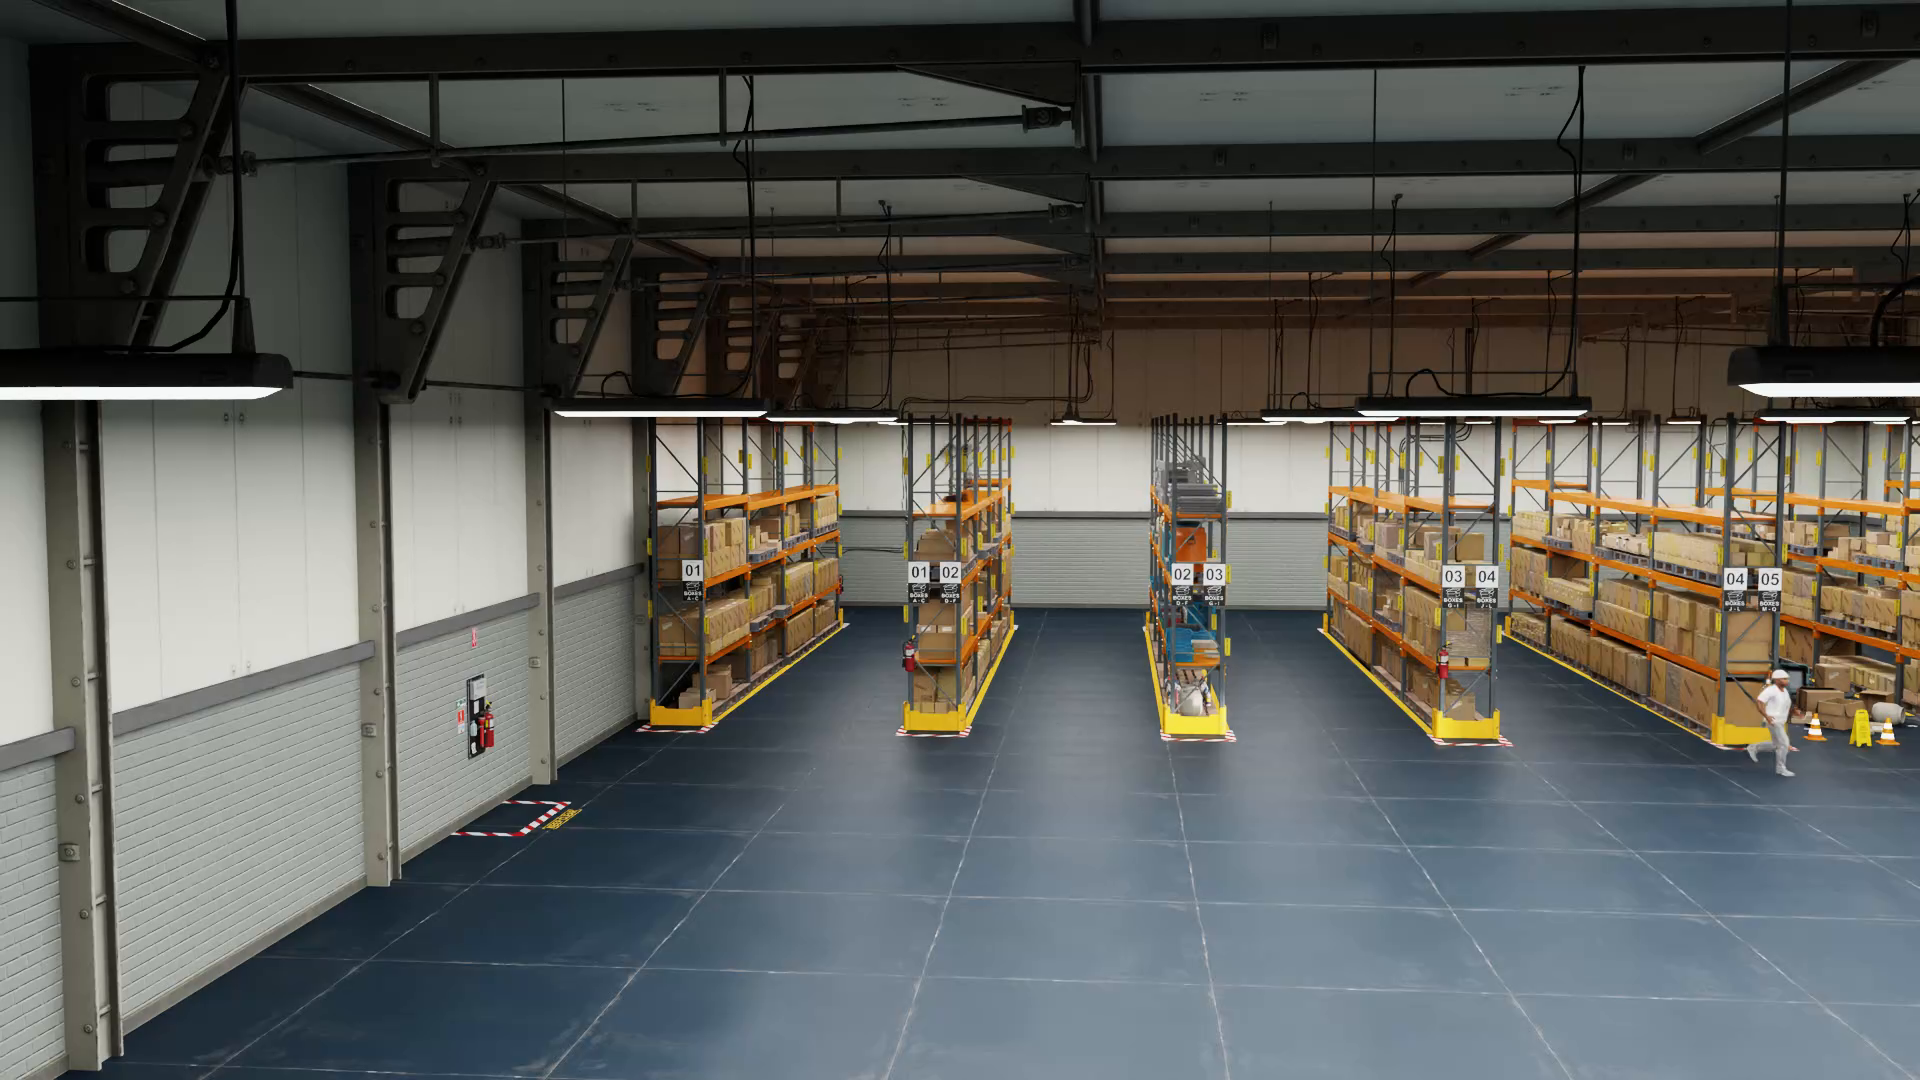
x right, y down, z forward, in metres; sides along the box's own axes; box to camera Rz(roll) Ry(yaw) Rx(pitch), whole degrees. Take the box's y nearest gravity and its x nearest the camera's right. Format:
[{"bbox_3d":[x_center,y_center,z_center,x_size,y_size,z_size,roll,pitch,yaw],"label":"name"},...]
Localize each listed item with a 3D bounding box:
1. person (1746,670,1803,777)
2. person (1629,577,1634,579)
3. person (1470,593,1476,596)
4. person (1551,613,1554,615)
[{"bbox_3d":[13.455,3.005,27.594,0.680,1.735,0.853,-3,5,-40],"label":"person"},{"bbox_3d":[18.906,1.764,46.933,0.531,1.604,0.592,0,4,-2],"label":"person"},{"bbox_3d":[13.934,1.998,44.812,0.549,1.526,0.657,1,4,11],"label":"person"},{"bbox_3d":[16.695,1.802,46.891,0.576,1.580,0.593,-3,5,-37],"label":"person"}]
